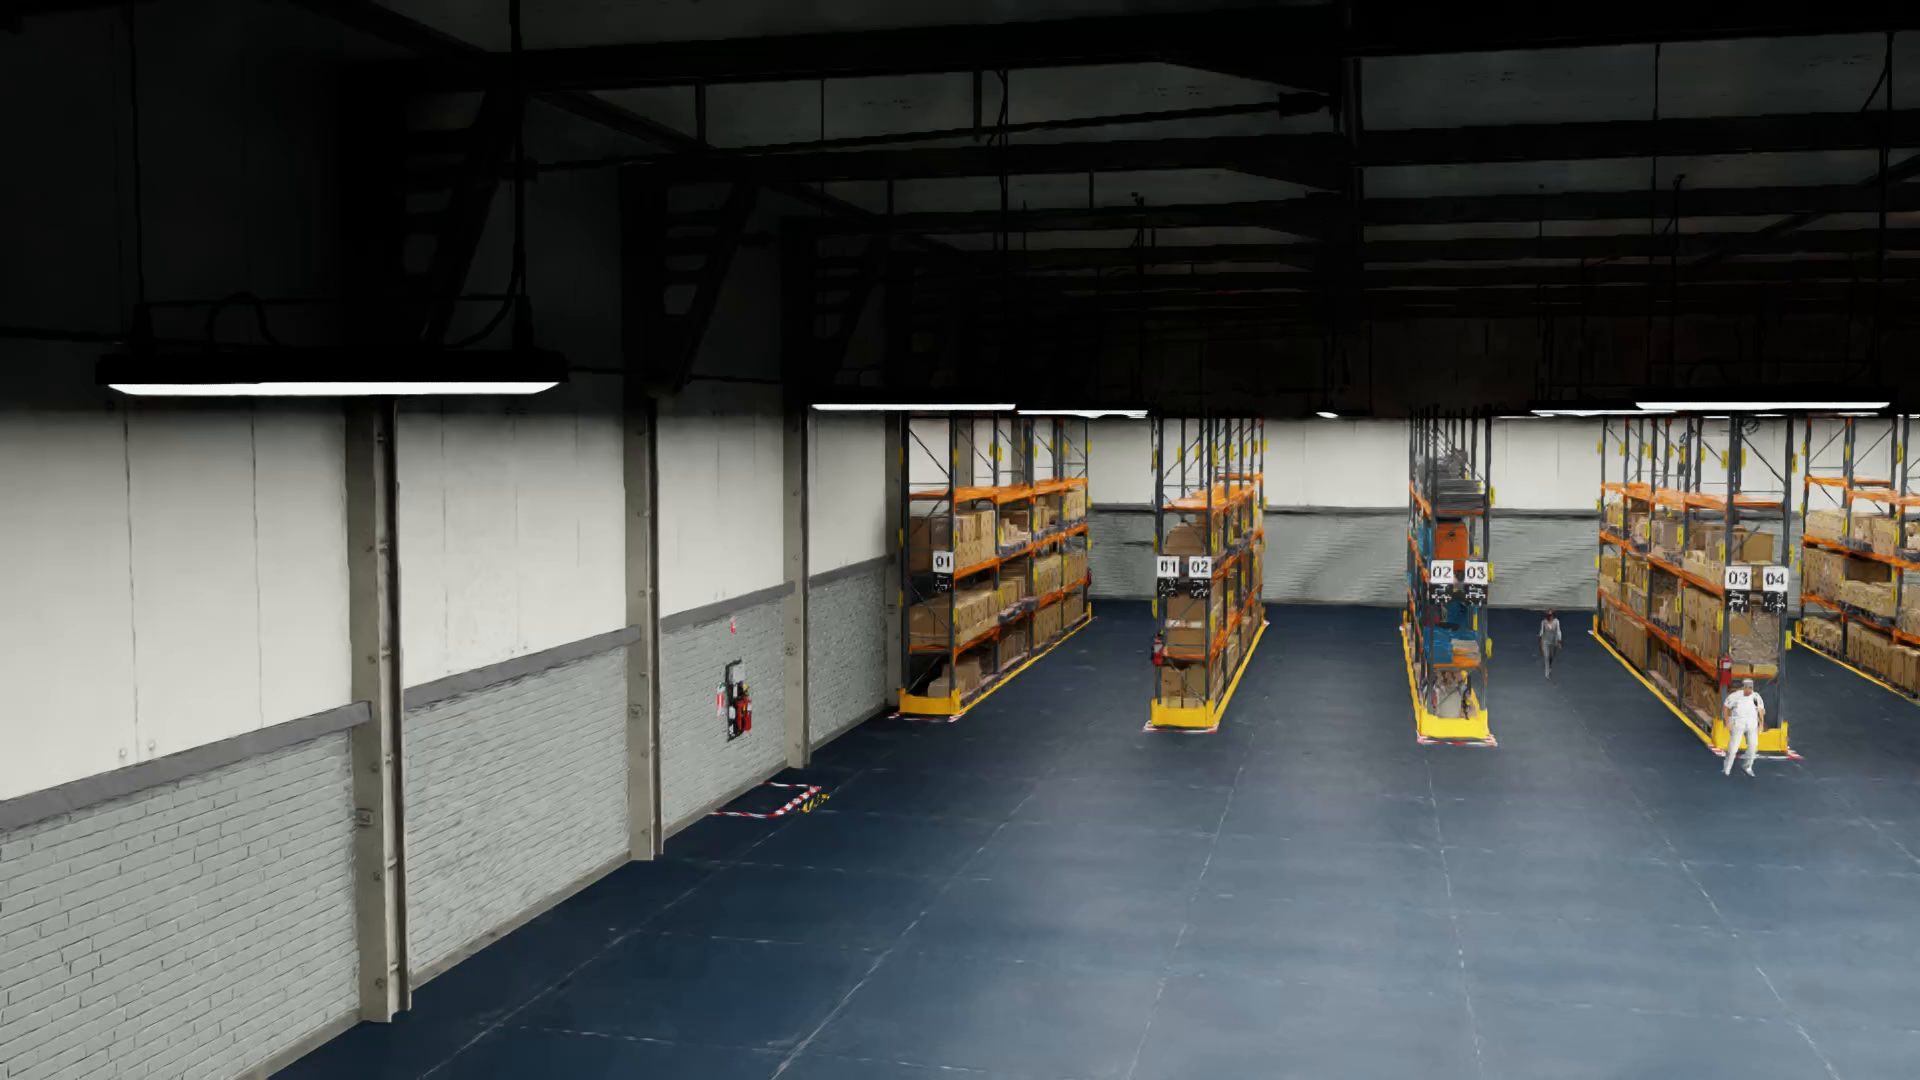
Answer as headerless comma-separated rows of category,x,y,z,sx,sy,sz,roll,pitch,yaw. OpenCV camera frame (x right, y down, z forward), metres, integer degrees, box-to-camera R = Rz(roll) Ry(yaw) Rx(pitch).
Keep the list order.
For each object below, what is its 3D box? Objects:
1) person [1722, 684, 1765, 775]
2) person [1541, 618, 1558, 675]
person,12.632,3.010,26.819,0.625,1.595,0.503,1,4,11
person,13.157,2.363,37.168,0.348,1.274,0.798,1,4,13
